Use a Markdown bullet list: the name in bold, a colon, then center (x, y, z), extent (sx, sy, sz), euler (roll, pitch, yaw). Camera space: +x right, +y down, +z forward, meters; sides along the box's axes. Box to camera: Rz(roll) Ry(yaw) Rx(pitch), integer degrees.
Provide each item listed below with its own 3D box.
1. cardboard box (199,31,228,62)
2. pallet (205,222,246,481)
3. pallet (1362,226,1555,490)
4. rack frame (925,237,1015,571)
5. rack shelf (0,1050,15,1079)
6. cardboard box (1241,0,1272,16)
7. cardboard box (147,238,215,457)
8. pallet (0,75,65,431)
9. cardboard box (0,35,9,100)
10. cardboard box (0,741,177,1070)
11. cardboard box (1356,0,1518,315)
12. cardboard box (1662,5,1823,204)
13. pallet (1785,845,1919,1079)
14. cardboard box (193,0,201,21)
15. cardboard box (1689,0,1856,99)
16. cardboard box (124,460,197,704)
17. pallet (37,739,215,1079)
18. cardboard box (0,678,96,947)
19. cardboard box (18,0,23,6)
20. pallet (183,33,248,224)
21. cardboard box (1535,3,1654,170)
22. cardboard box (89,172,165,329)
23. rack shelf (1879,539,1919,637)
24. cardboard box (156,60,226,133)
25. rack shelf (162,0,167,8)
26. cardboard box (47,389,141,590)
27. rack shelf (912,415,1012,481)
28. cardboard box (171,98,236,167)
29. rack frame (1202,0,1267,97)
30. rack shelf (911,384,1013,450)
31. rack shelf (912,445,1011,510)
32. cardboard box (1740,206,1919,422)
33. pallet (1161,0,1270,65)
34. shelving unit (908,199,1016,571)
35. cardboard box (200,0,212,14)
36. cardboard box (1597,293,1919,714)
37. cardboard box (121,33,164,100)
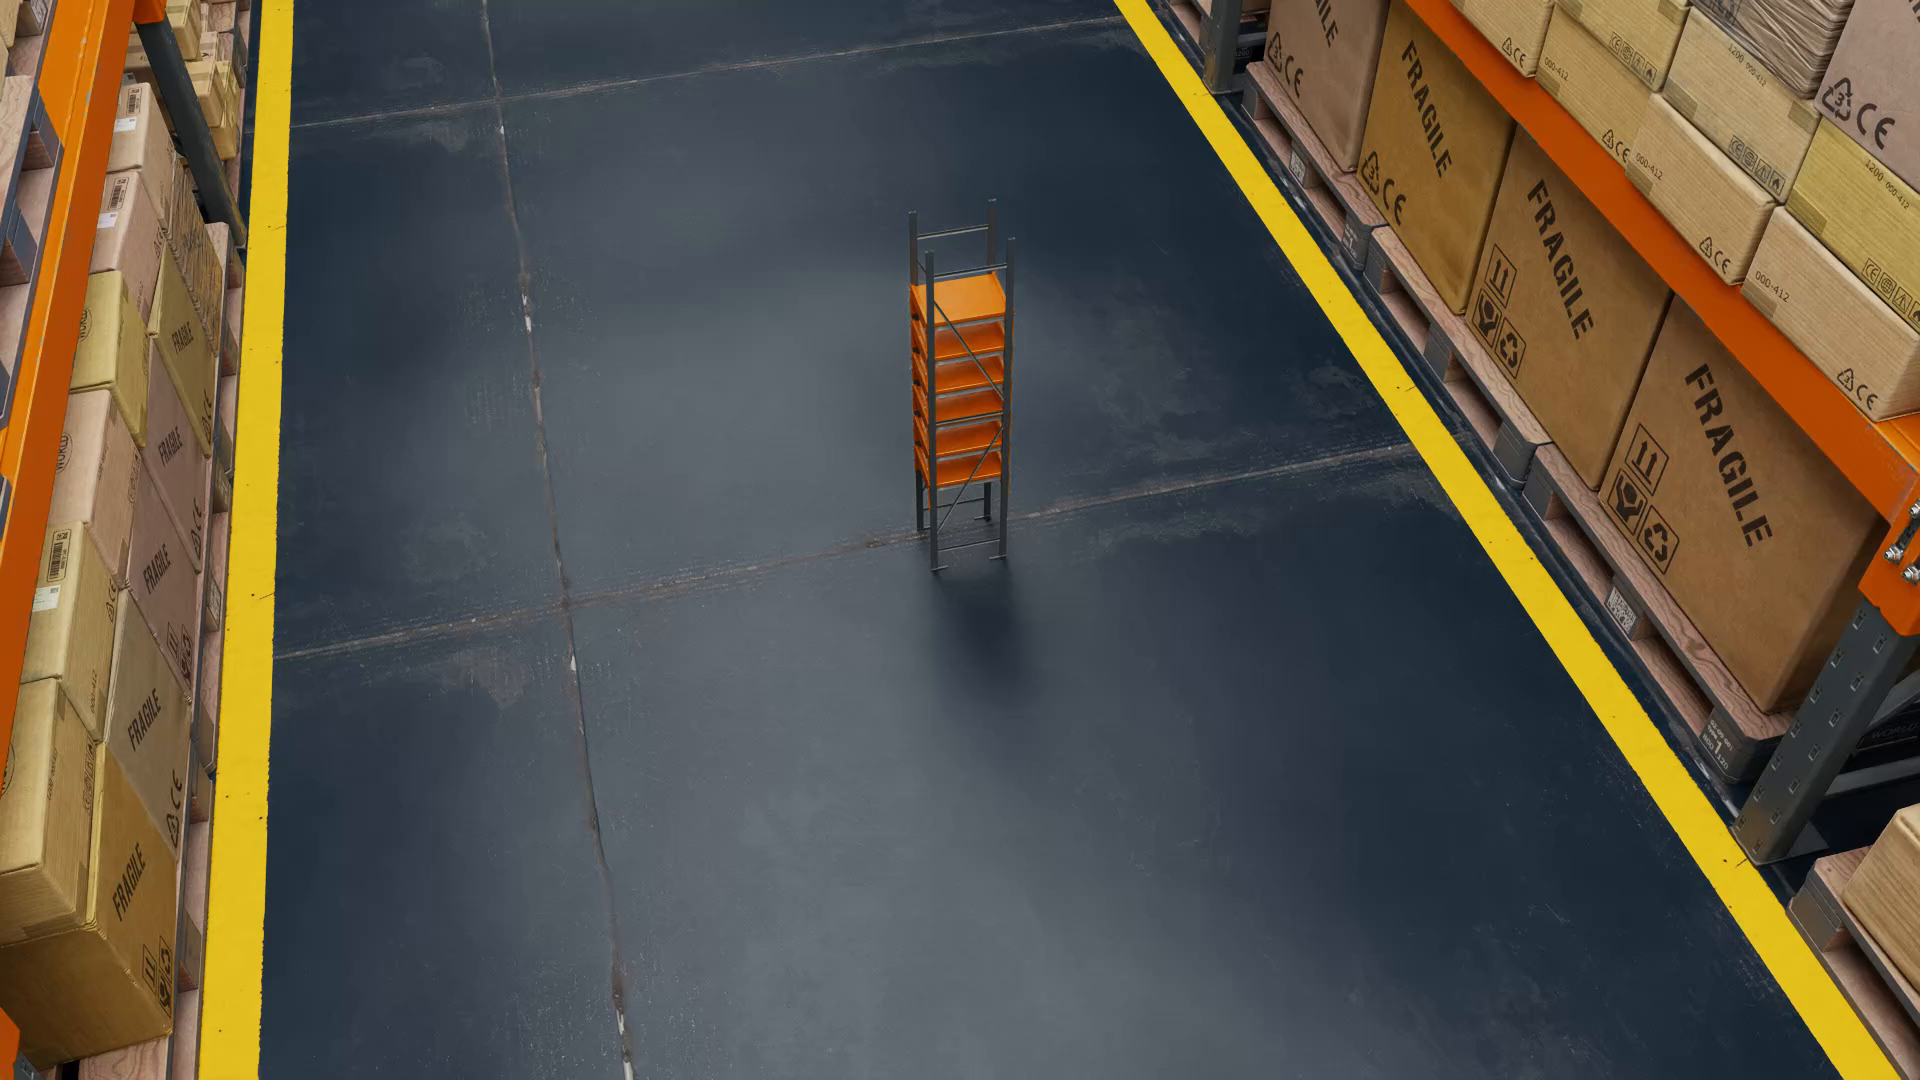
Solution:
- **cardboard box**: center (-3.180, -1.907, 6.721), extent (0.380, 0.149, 0.250), euler (-11, 47, -11)
- **pallet**: center (-3.014, -0.589, 5.679), extent (1.003, 0.211, 1.213), euler (-11, 47, -10)
- **pallet**: center (2.130, -0.738, 5.826), extent (1.003, 0.211, 1.213), euler (-11, 47, -10)
- **rack frame**: center (0.027, -0.347, 4.750), extent (0.240, 1.200, 0.006), euler (-11, 47, -10)
- **rack shelf**: center (-1.679, 2.292, 1.407), extent (1.077, 0.370, 4.000), euler (-11, 47, -10)
- **cardboard box**: center (1.487, -2.780, 7.374), extent (0.875, 0.438, 0.875), euler (-11, 47, -11)
- **cardboard box**: center (-2.651, -0.555, 5.150), extent (0.500, 0.500, 0.500), euler (-12, 47, -11)
- **pallet**: center (-2.738, -0.633, 3.904), extent (1.003, 0.211, 1.213), euler (-11, 47, -10)
- **cardboard box**: center (-2.653, -1.207, 4.215), extent (0.380, 0.149, 0.250), euler (-13, 47, -12)
- **cardboard box**: center (-2.126, 0.852, 3.771), extent (0.500, 0.500, 0.500), euler (-13, 47, -12)
- **cardboard box**: center (2.019, -1.445, 5.759), extent (0.875, 0.875, 0.875), euler (-9, 46, -9)
- **cardboard box**: center (2.064, -1.079, 3.962), extent (0.500, 0.250, 0.500), euler (-12, 47, -11)
- **pallet**: center (2.767, 1.200, 3.926), extent (1.003, 0.211, 1.213), euler (-11, 47, -10)
- **cardboard box**: center (-3.314, -2.171, 6.771), extent (0.380, 0.149, 0.250), euler (-13, 47, -12)
- **cardboard box**: center (2.044, -1.362, 3.715), extent (0.500, 0.500, 0.500), euler (-10, 46, -10)
- **cardboard box**: center (-2.394, 0.152, 4.457), extent (0.500, 0.500, 0.500), euler (-12, 47, -11)
- **pallet**: center (-2.390, 1.096, 4.028), extent (1.003, 0.211, 1.213), euler (-11, 47, -10)
- **cardboard box**: center (-2.134, 0.605, 3.488), extent (0.500, 0.250, 0.500), euler (-13, 47, -12)
- **cardboard box**: center (-2.793, -1.572, 4.572), extent (0.380, 0.149, 0.250), euler (-11, 47, -10)
- **pallet**: center (-3.421, -1.583, 6.654), extent (1.003, 0.211, 1.213), euler (-11, 47, -10)
- **cardboard box**: center (1.928, -1.265, 4.494), extent (0.500, 0.250, 0.500), euler (-11, 47, -11)
- **cardboard box**: center (-2.661, -0.811, 4.876), extent (0.500, 0.250, 0.500), euler (-9, 46, -8)
- **rack shelf**: center (3.080, 1.317, 2.363), extent (1.077, 0.370, 4.000), euler (-11, 47, -10)
- **cardboard box**: center (-2.999, -1.664, 6.275), extent (0.380, 0.149, 0.250), euler (-9, 46, -8)
- **rack shelf**: center (-3.727, -3.231, 6.820), extent (1.077, 0.370, 4.000), euler (-11, 47, -10)
- **cardboard box**: center (-2.378, -0.090, 4.169), extent (0.500, 0.250, 0.500), euler (-10, 46, -10)
- **rack shelf**: center (0.004, -0.295, 4.929), extent (0.258, 0.103, 0.180), euler (-11, 47, -10)
- **cardboard box**: center (-2.998, -1.561, 6.382), extent (0.380, 0.149, 0.250), euler (-13, 47, -12)
- **rack frame**: center (1.544, -3.077, 6.165), extent (1.000, 3.000, 0.127), euler (-11, 47, -10)
- **rack shelf**: center (0.004, -0.379, 4.843), extent (0.258, 0.103, 0.180), euler (-11, 47, -10)
- **rack shelf**: center (0.004, -0.211, 5.015), extent (0.258, 0.103, 0.180), euler (-11, 47, -10)
- **cardboard box**: center (2.188, -0.565, 3.808), extent (0.500, 0.250, 0.500), euler (-12, 47, -12)
- **pallet**: center (1.425, -2.640, 7.690), extent (1.003, 0.211, 1.213), euler (-11, 47, -10)
- **shelving unit**: center (0.004, -0.410, 4.812), extent (0.258, 1.200, 0.189), euler (-11, 47, -10)
- **cardboard box**: center (-3.396, -2.253, 7.060), extent (0.380, 0.149, 0.250), euler (-13, 47, -12)
- **cardboard box**: center (2.471, -0.211, 4.550), extent (0.875, 0.875, 0.875), euler (-11, 47, -11)
- **cardboard box**: center (-3.103, -1.735, 6.136), extent (0.380, 0.149, 0.250), euler (-9, 46, -9)
